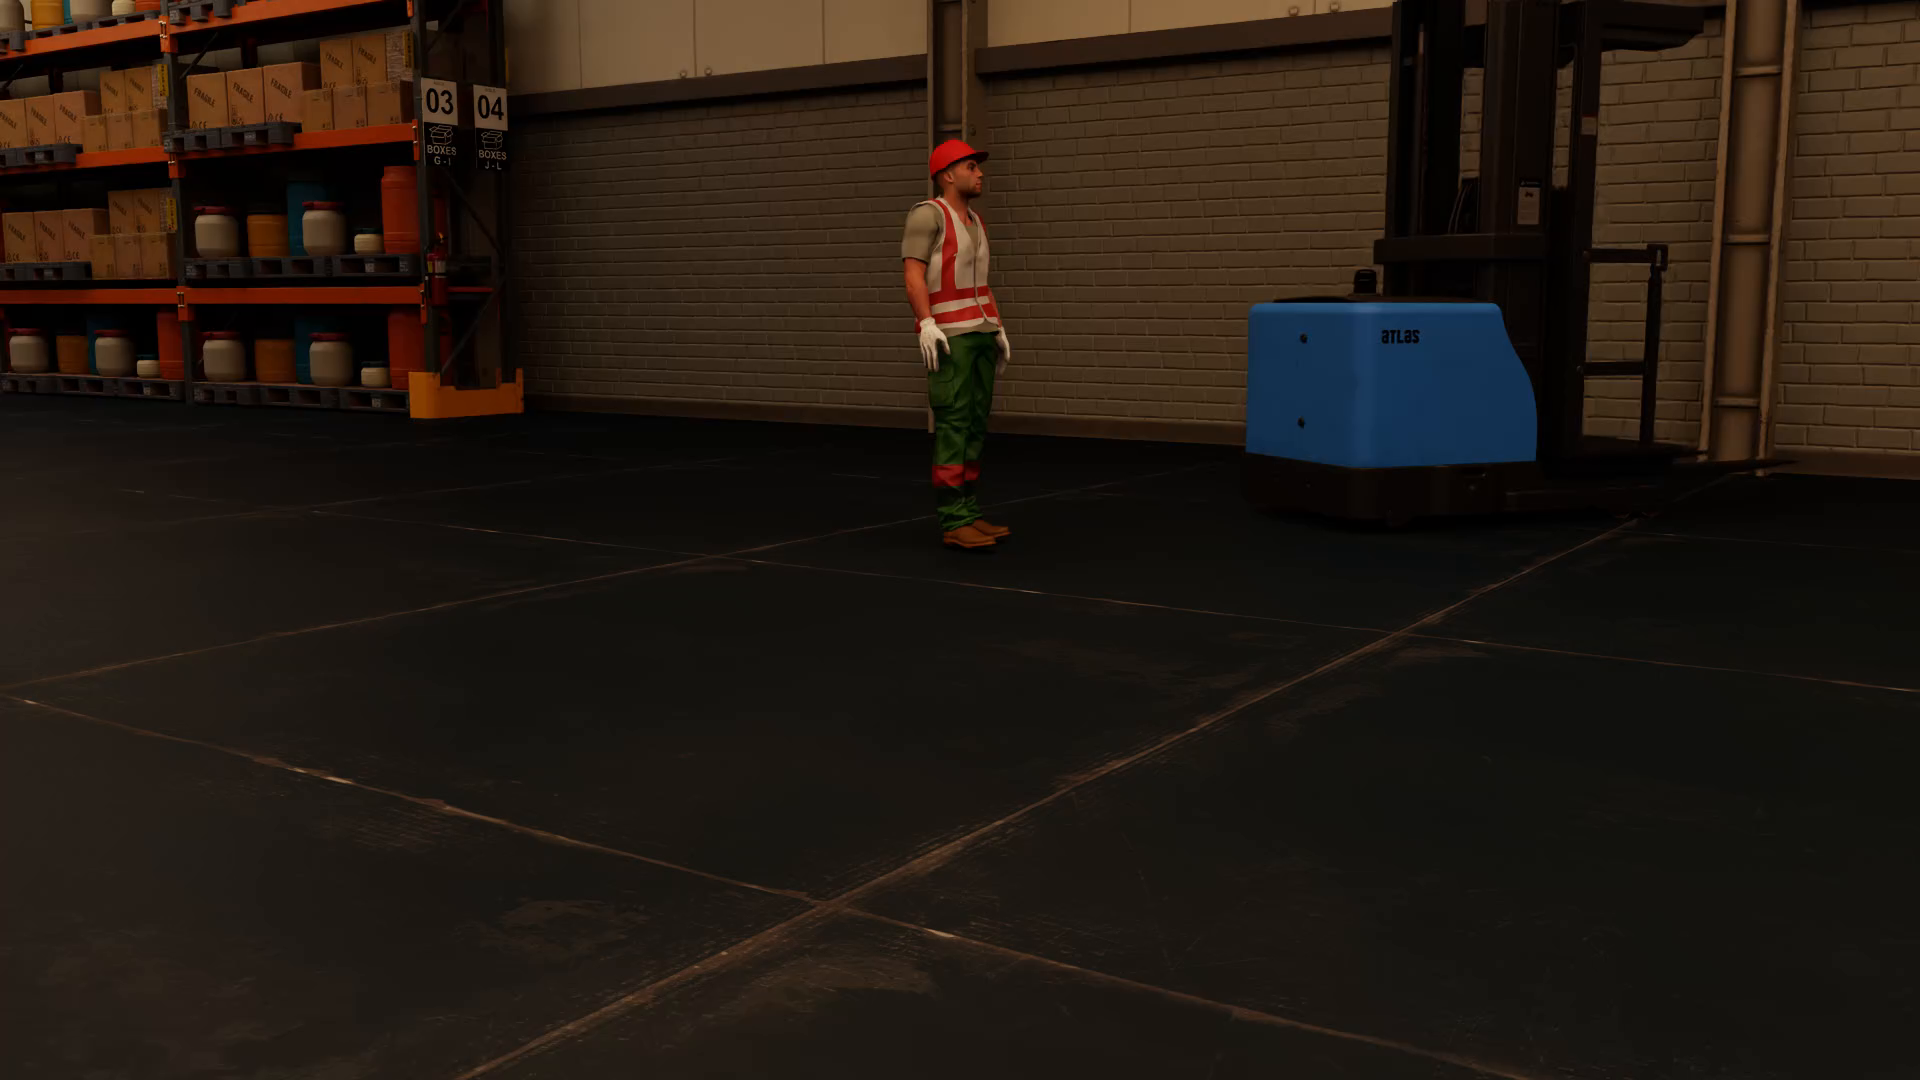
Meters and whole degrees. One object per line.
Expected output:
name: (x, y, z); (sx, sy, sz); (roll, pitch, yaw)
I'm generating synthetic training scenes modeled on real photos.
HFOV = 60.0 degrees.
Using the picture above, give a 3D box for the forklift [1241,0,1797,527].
forklift: (3.026, -1.620, 8.584); (3.031, 2.935, 1.130); (-3, 9, -23)

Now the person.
person: (0.061, -0.885, 7.423); (0.562, 1.789, 0.638); (5, 10, 34)
